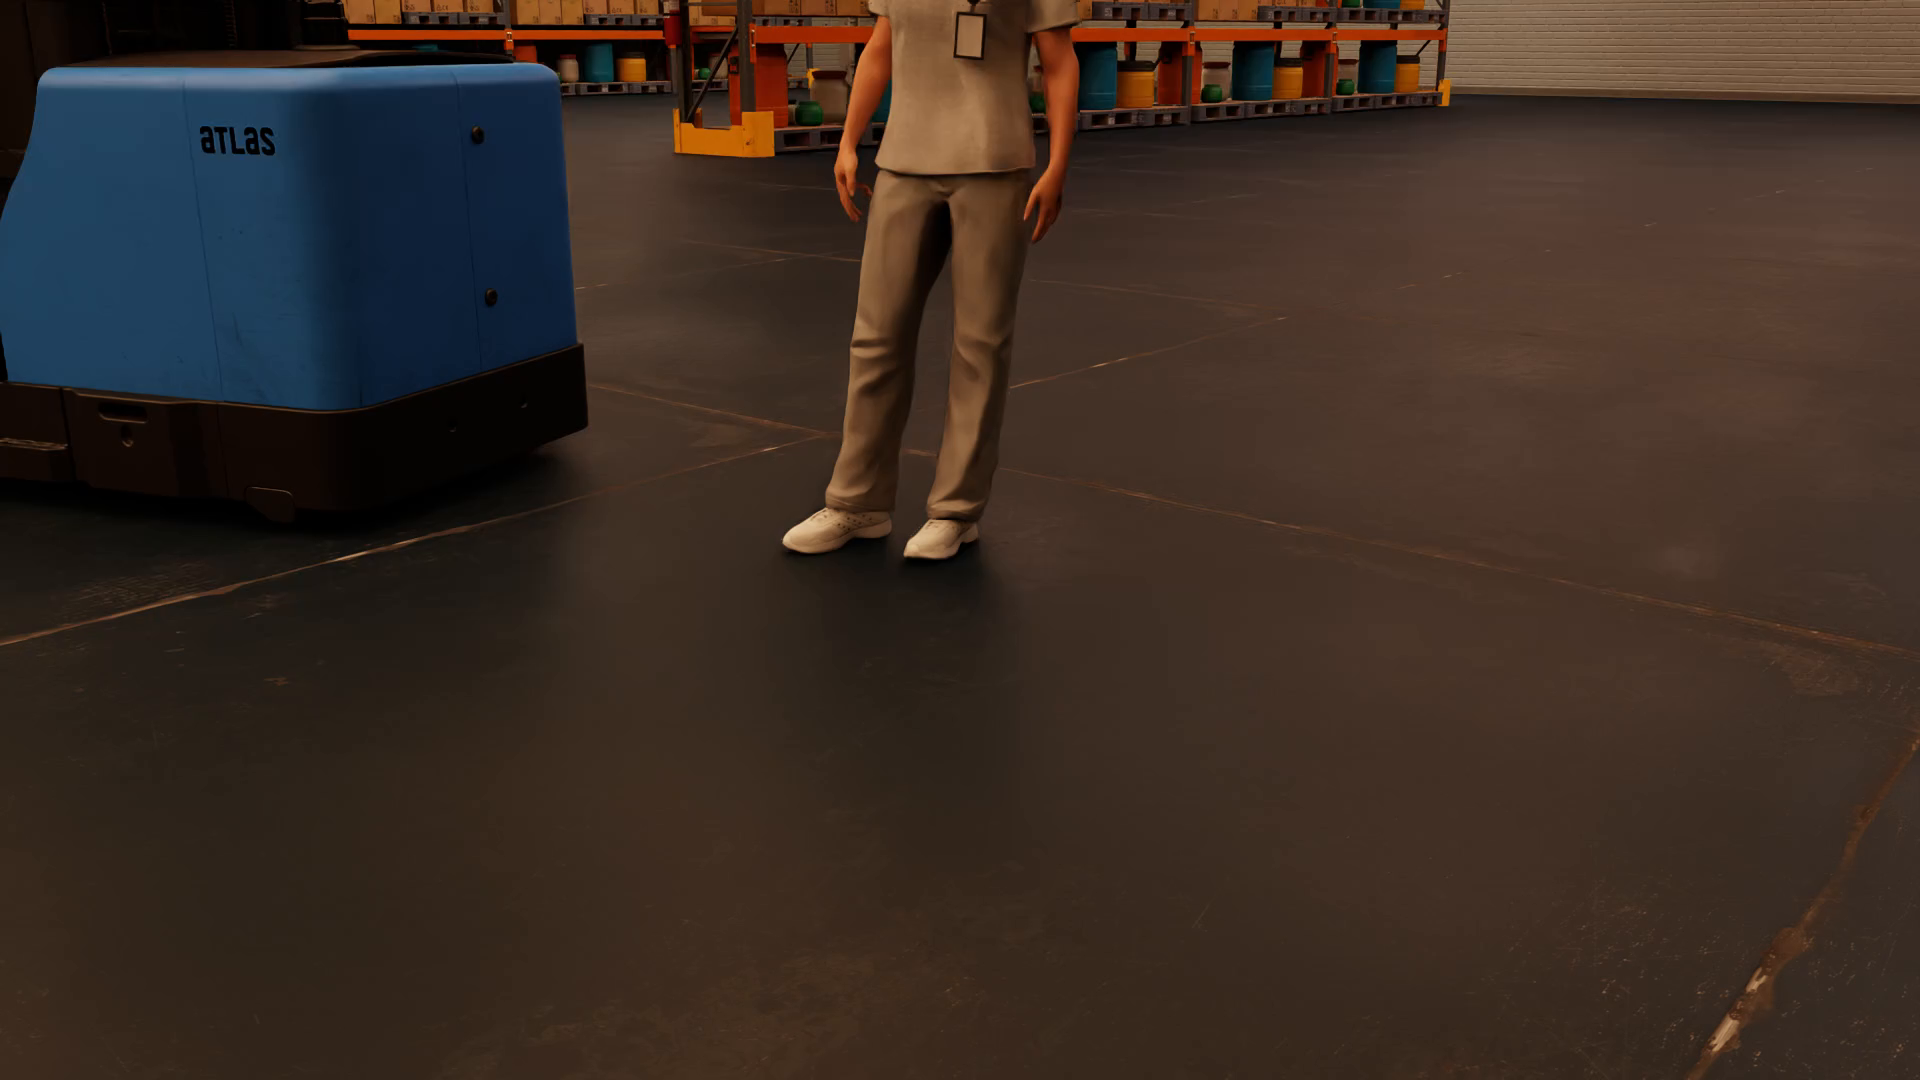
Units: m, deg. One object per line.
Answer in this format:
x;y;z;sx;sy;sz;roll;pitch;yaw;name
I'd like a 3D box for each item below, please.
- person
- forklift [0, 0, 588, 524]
-0.057;-0.793;3.674;0.618;1.676;0.444;6;18;19;person
-2.637;-1.689;4.461;3.031;2.935;1.130;6;18;20;forklift
